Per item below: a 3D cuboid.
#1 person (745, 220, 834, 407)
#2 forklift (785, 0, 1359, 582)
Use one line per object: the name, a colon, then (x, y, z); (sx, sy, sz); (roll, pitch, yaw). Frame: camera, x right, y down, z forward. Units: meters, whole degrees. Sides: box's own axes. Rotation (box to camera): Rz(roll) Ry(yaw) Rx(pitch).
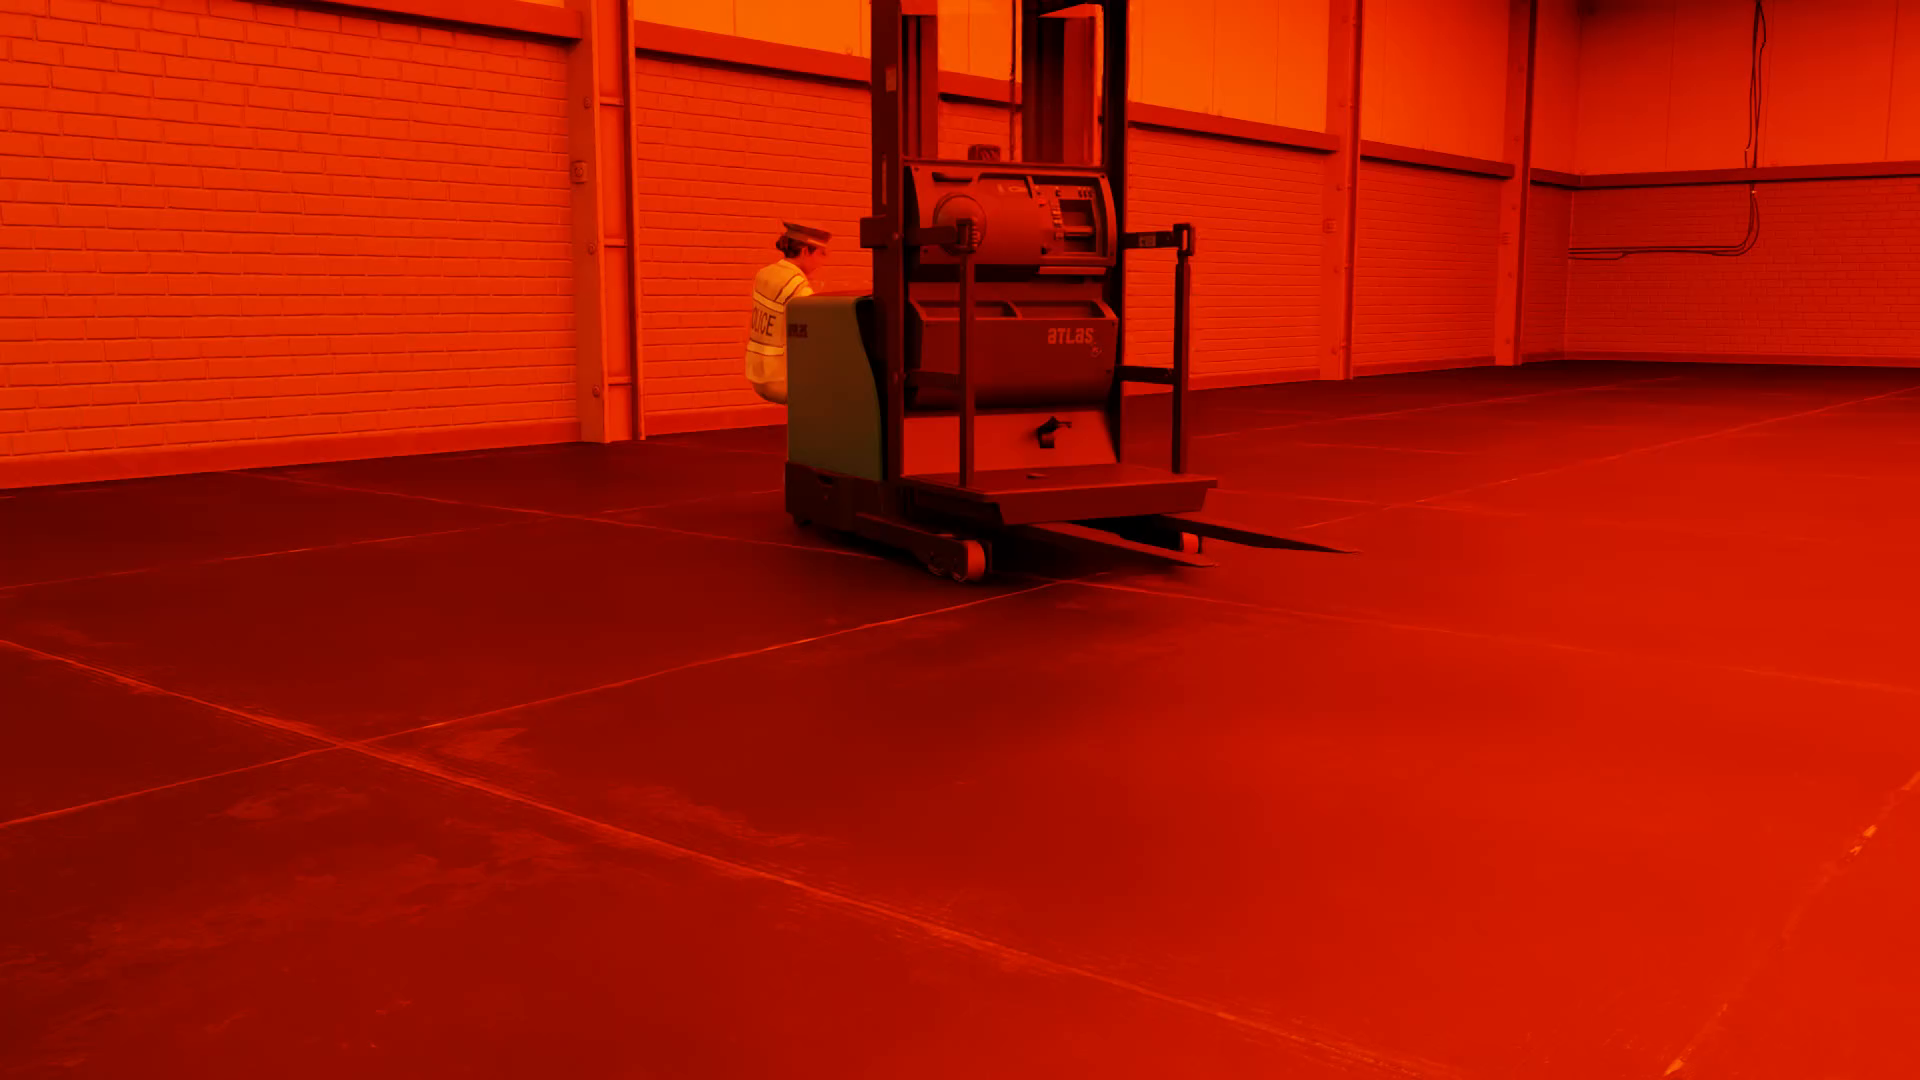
person: (-0.689, -0.879, 8.395); (0.742, 1.438, 0.852); (-5, 10, -33)
forklift: (0.330, -1.363, 6.598); (1.130, 2.935, 3.031); (-5, 9, -28)
